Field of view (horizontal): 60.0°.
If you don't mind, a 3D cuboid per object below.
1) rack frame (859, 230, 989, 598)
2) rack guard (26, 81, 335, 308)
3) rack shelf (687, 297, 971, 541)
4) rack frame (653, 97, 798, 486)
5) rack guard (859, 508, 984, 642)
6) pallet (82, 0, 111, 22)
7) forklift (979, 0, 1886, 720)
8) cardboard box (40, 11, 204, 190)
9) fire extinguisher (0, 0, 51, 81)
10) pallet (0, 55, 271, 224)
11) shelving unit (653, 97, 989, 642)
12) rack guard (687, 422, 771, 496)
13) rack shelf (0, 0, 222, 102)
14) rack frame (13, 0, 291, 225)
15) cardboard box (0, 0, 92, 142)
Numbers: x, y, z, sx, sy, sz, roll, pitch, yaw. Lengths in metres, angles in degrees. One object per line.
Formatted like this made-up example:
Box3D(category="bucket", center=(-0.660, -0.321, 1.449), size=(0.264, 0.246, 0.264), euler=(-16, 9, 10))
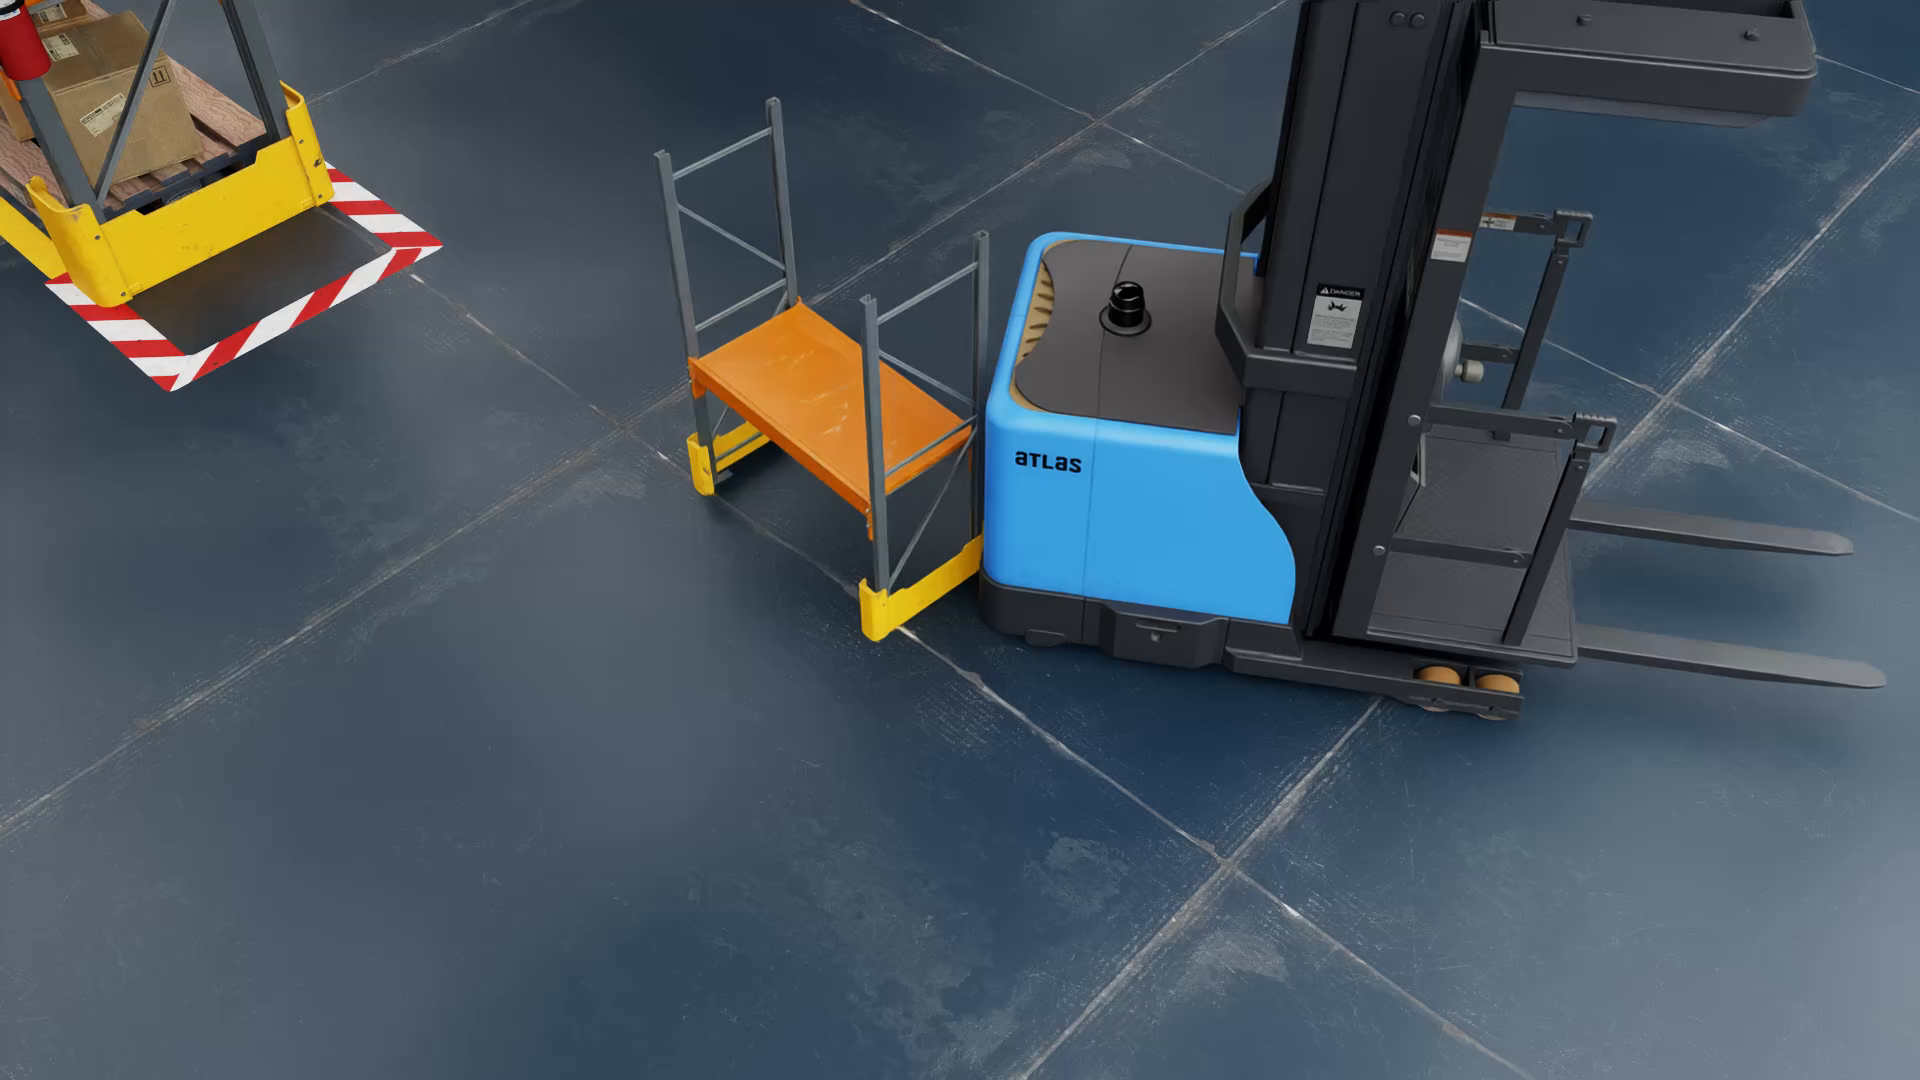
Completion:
Box3D(category="rack frame", center=(-0.103, -0.304, 5.506), size=(0.500, 1.500, 0.032), euler=(-34, 56, -28))
Box3D(category="rack guard", center=(-3.416, -1.554, 7.366), size=(0.348, 0.500, 1.175), euler=(34, 55, 28))
Box3D(category="rack shelf", center=(-0.449, -0.452, 5.892), size=(0.538, 0.185, 1.000), euler=(-34, 56, -28))
Box3D(category="rack frame", center=(-0.796, -0.846, 6.015), size=(0.500, 1.500, 0.032), euler=(-34, 56, -28))
Box3D(category="rack guard", center=(-0.116, 0.114, 5.972), size=(0.587, 0.250, 0.087), euler=(-34, 56, -28))
Box3D(category="pallet", center=(-4.882, -2.479, 8.433), size=(1.213, 0.211, 1.003), euler=(34, 55, 28))
Box3D(category="forklift", center=(1.635, -0.812, 5.002), size=(3.031, 2.935, 1.130), euler=(8, 47, 7))
Box3D(category="cardboard box", center=(-3.808, -1.978, 7.476), size=(0.500, 0.500, 0.500), euler=(-28, 53, -24))
Box3D(category="fire extinguisher", center=(-3.589, -2.042, 6.163), size=(0.183, 0.674, 0.296), euler=(34, 55, 28))
Box3D(category="pallet", center=(-3.989, -1.876, 7.867), size=(1.213, 0.211, 1.003), euler=(34, 55, 28))
Box3D(category="shelving unit", center=(-0.455, -0.580, 5.765), size=(0.587, 1.500, 1.083), euler=(-34, 56, -28))
Box3D(category="rack guard", center=(-0.795, -0.417, 6.470), size=(0.587, 0.250, 0.087), euler=(-34, 56, -28))
Box3D(category="rack shelf", center=(-4.830, -3.115, 7.611), size=(4.000, 0.370, 1.077), euler=(34, 55, 28))
Box3D(category="rack frame", center=(-3.361, -2.372, 6.420), size=(0.127, 3.000, 1.000), euler=(34, 55, 28))
Box3D(category="cardboard box", center=(-4.271, -2.255, 7.737), size=(0.500, 0.500, 0.500), euler=(-25, 52, -21))
